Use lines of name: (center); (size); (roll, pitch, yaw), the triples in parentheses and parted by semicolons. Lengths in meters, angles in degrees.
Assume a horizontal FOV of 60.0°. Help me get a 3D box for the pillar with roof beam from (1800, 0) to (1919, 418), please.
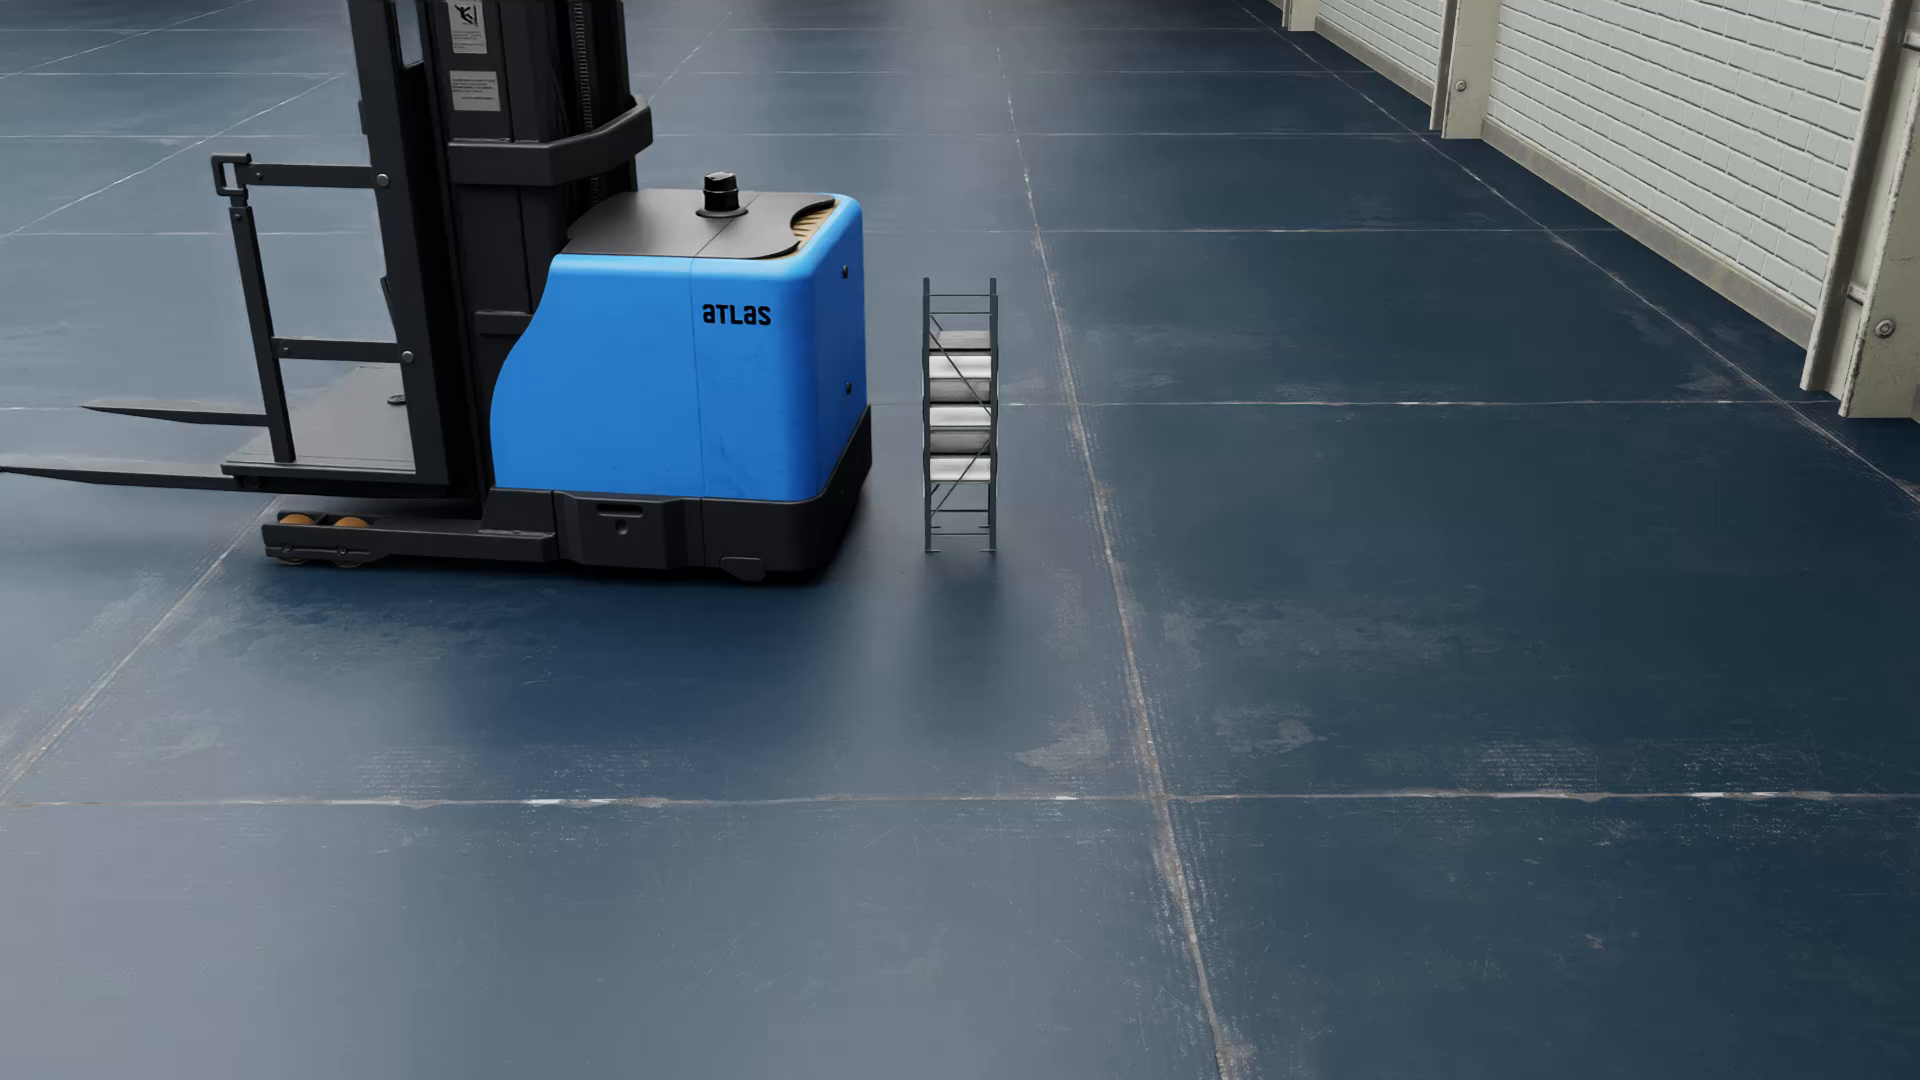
pillar with roof beam: (-0.501, -4.669, 5.153); (9.100, 9.000, 0.400); (0, 24, -1)

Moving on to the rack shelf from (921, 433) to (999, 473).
rack shelf: (0.000, -0.301, 5.623); (0.258, 0.077, 0.200); (0, 24, -1)

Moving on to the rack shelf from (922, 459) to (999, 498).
rack shelf: (0.000, -0.219, 5.660); (0.258, 0.077, 0.200); (0, 24, -1)

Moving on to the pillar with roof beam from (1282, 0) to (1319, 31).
pillar with roof beam: (-0.632, -9.614, 16.086); (9.100, 9.000, 0.400); (0, 24, -1)

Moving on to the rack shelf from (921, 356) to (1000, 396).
rack shelf: (0.000, -0.547, 5.512); (0.258, 0.077, 0.200); (0, 24, -1)

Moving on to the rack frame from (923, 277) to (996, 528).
rack frame: (-0.001, -0.455, 5.665); (0.240, 0.900, 0.006); (0, 24, -1)

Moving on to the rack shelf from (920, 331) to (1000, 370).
rack shelf: (0.000, -0.629, 5.474); (0.258, 0.077, 0.200); (0, 24, -1)

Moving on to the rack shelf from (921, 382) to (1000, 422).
rack shelf: (0.000, -0.465, 5.549); (0.258, 0.077, 0.200); (0, 24, -1)

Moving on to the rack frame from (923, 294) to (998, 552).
rack frame: (0.001, -0.371, 5.479); (0.240, 0.900, 0.006); (0, 24, -1)

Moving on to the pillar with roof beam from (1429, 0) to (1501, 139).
pillar with roof beam: (-0.566, -7.141, 10.619); (9.100, 9.000, 0.400); (0, 24, -1)

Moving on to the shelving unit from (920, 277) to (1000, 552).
shelving unit: (0.000, -0.413, 5.572); (0.258, 0.900, 0.210); (0, 24, -1)

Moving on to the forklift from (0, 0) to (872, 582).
forklift: (-1.884, -1.454, 5.408); (3.031, 2.935, 1.130); (3, 25, 6)

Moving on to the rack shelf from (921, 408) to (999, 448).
rack shelf: (0.000, -0.383, 5.586); (0.258, 0.077, 0.200); (0, 24, -1)
